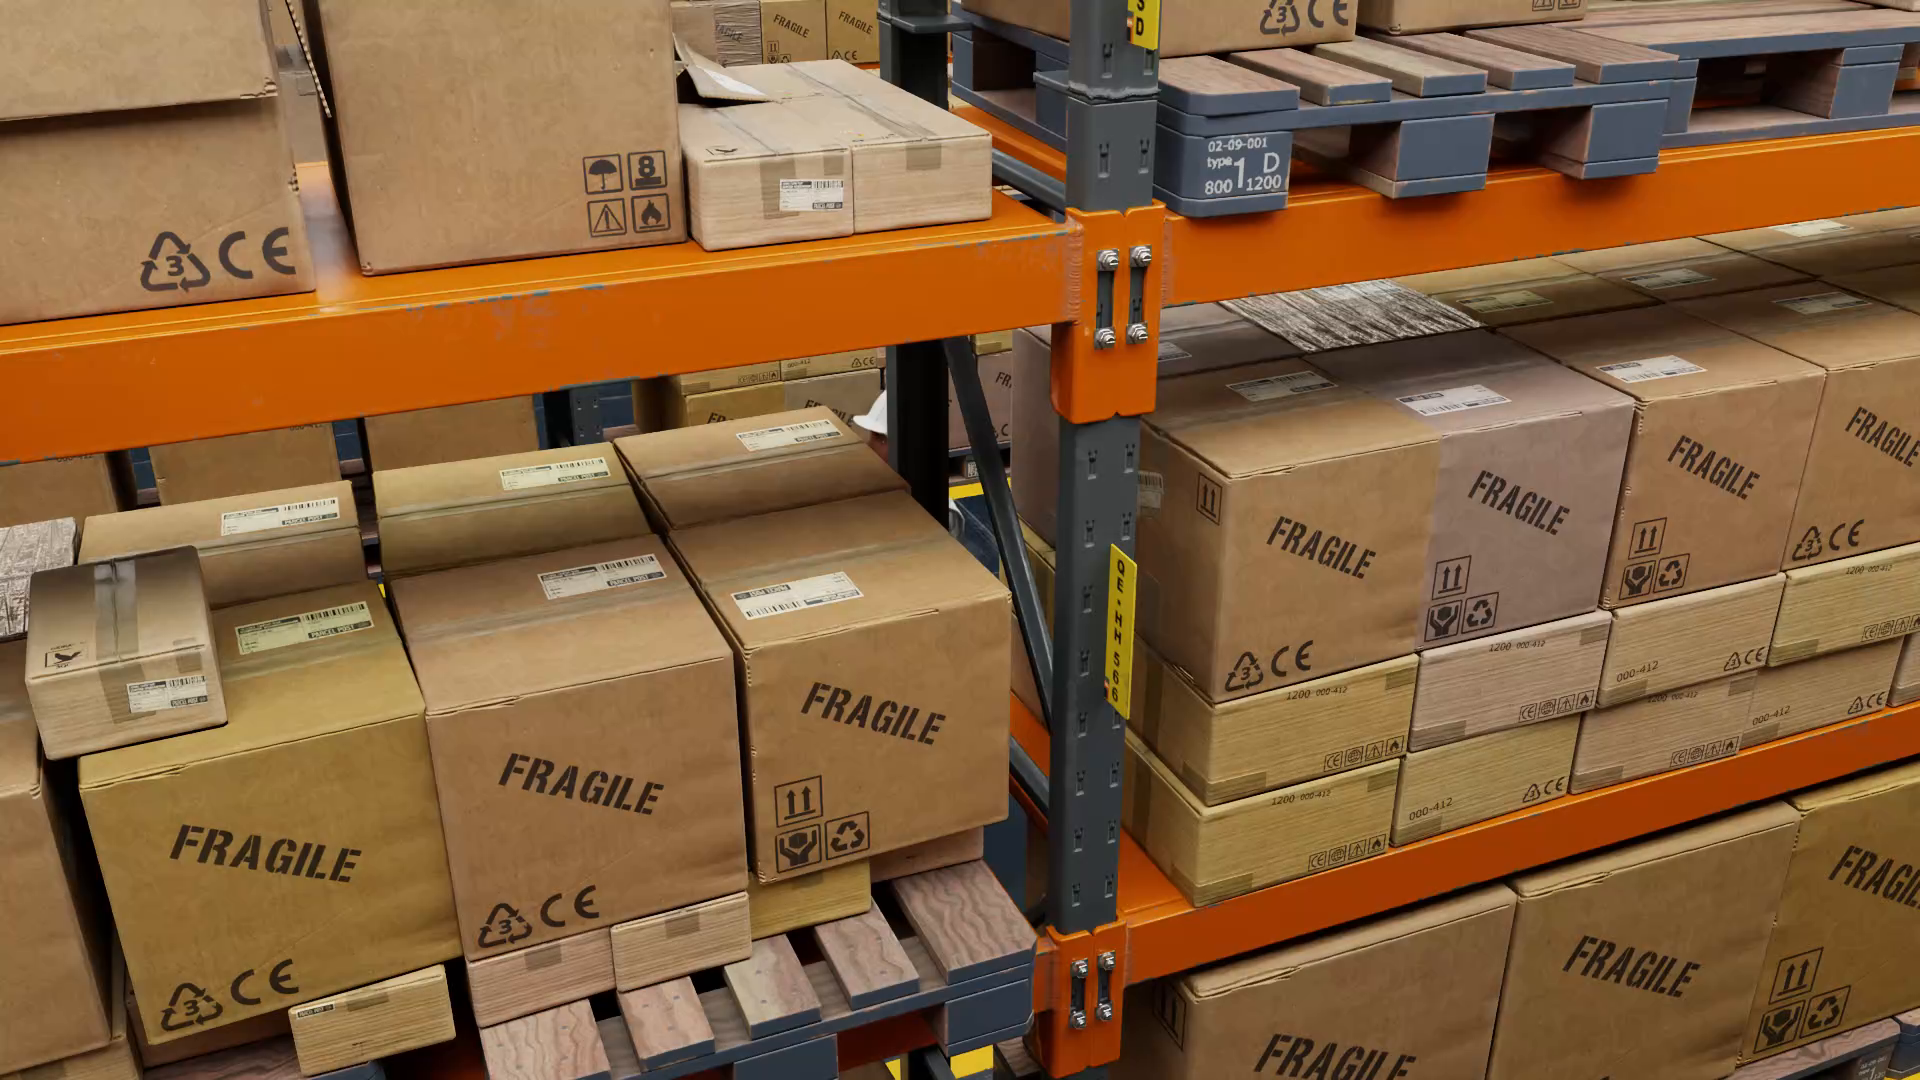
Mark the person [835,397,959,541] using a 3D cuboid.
[{"bbox_3d":[-0.238,0.358,5.356,0.452,1.773,0.625,-12,28,-24],"label":"person"}]
